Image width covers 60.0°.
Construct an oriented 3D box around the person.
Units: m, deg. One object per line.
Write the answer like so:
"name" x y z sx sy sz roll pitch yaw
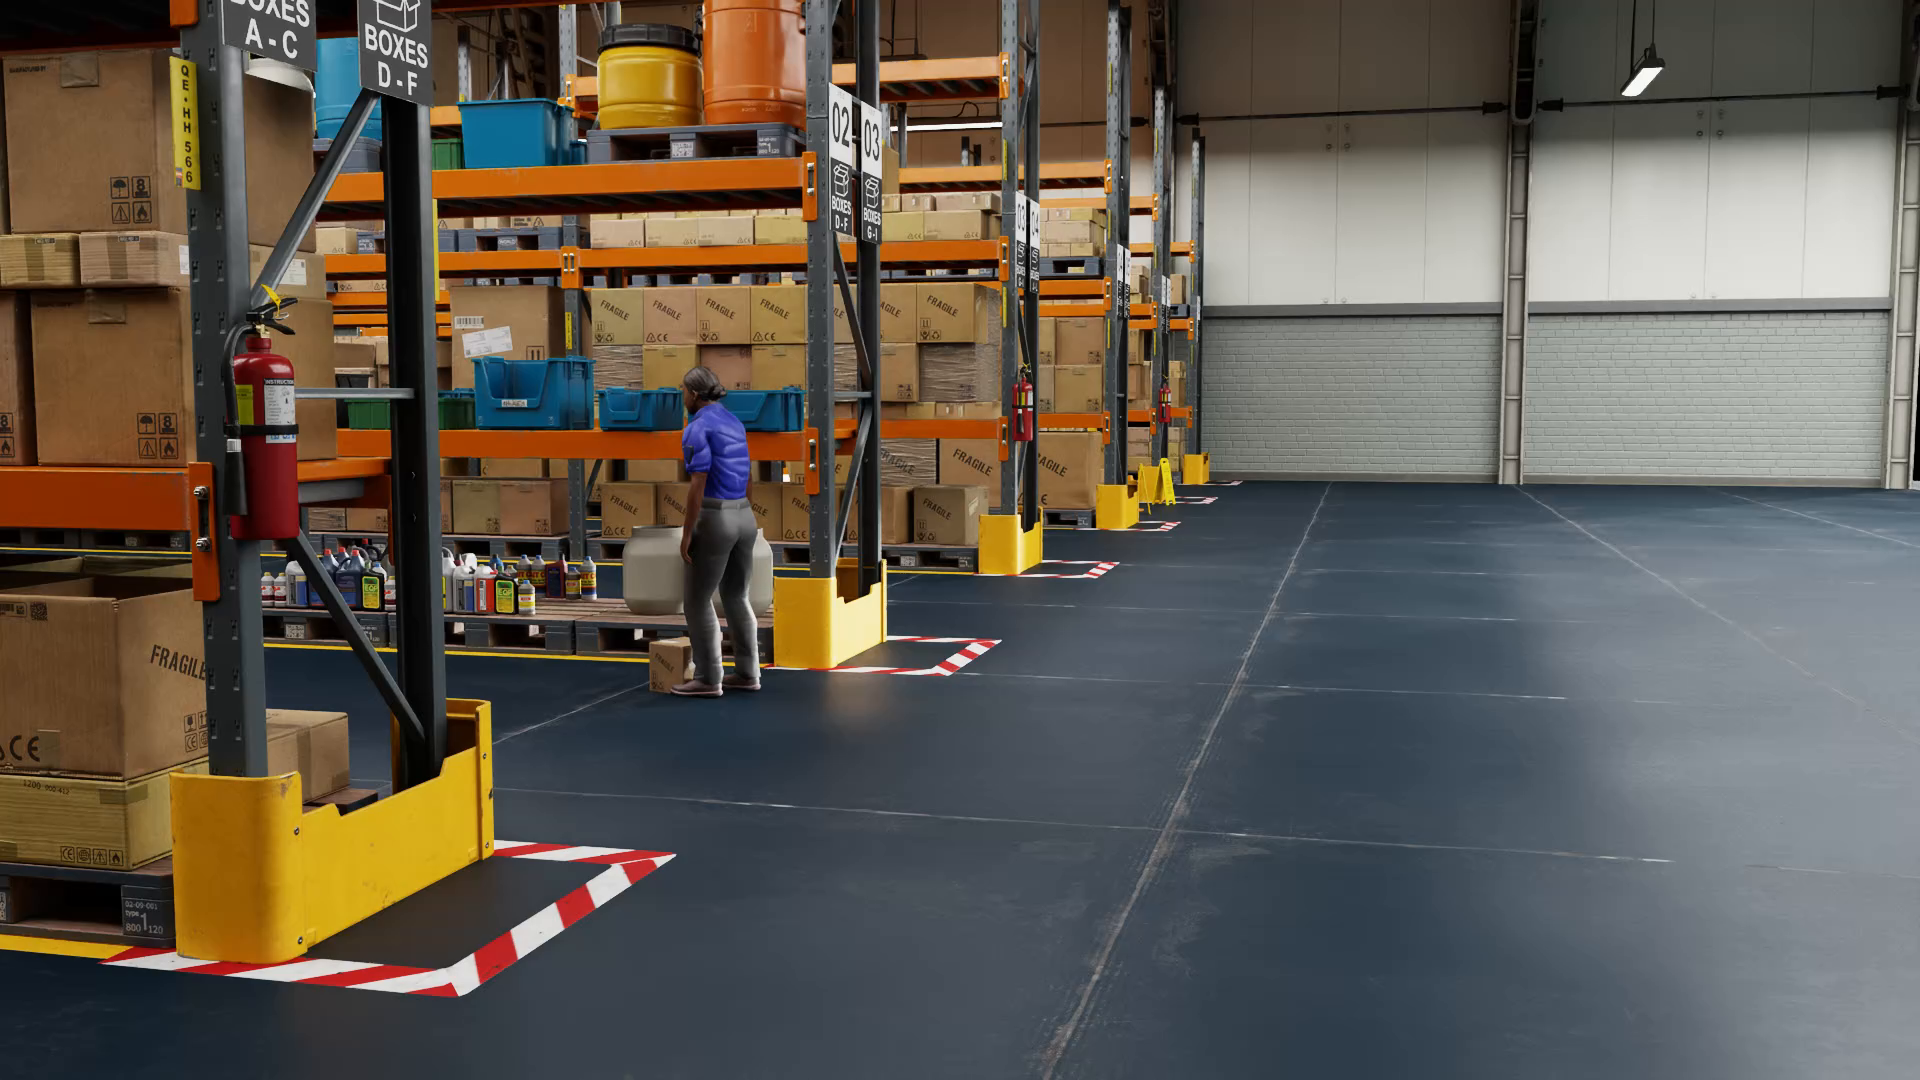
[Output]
"person" -1.234 -0.045 8.335 0.402 1.654 0.531 3 6 30
